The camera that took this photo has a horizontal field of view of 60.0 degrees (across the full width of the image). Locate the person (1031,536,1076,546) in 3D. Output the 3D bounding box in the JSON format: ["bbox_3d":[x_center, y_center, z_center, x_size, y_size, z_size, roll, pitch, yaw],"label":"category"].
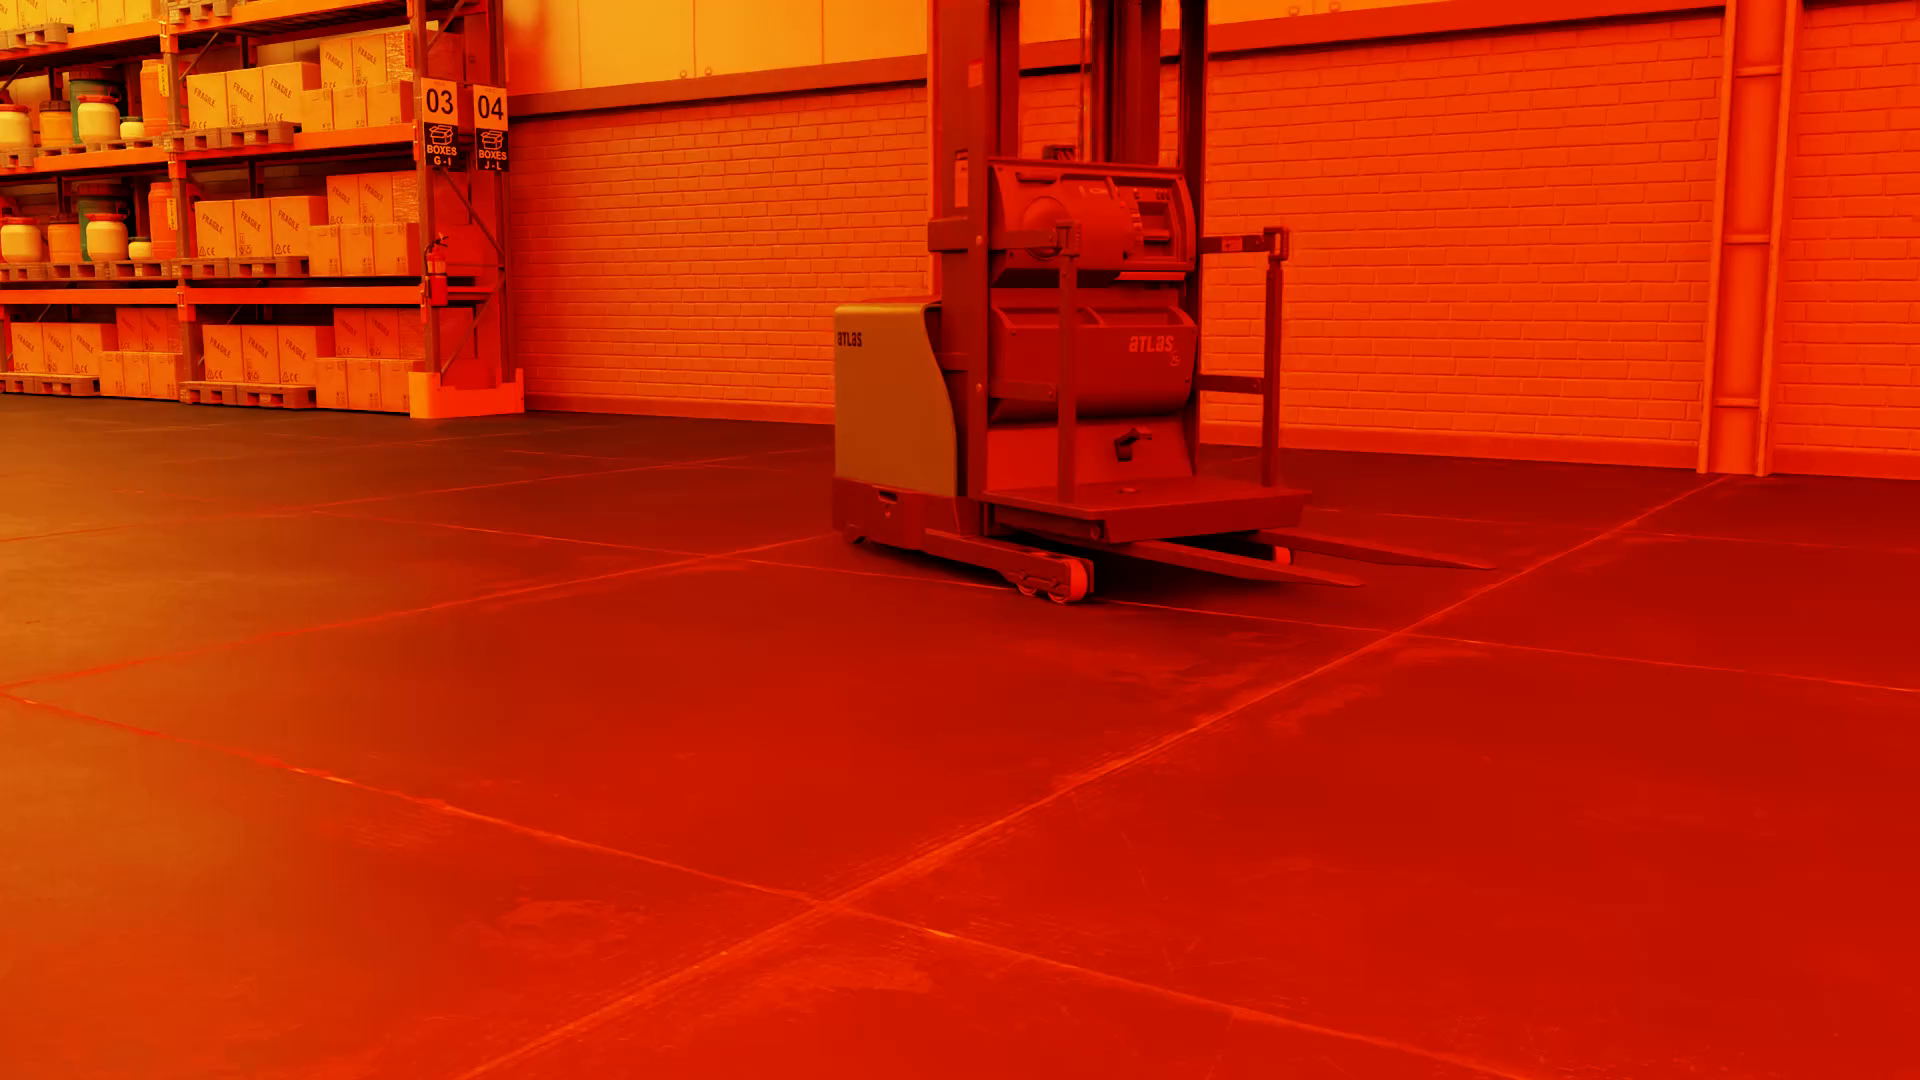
[{"bbox_3d":[0.690,-0.687,7.519,0.728,1.461,0.820,3,9,18],"label":"person"}]

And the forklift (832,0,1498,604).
[{"bbox_3d":[0.651,-1.297,6.311,1.130,2.935,3.031,-5,10,-33],"label":"forklift"}]
